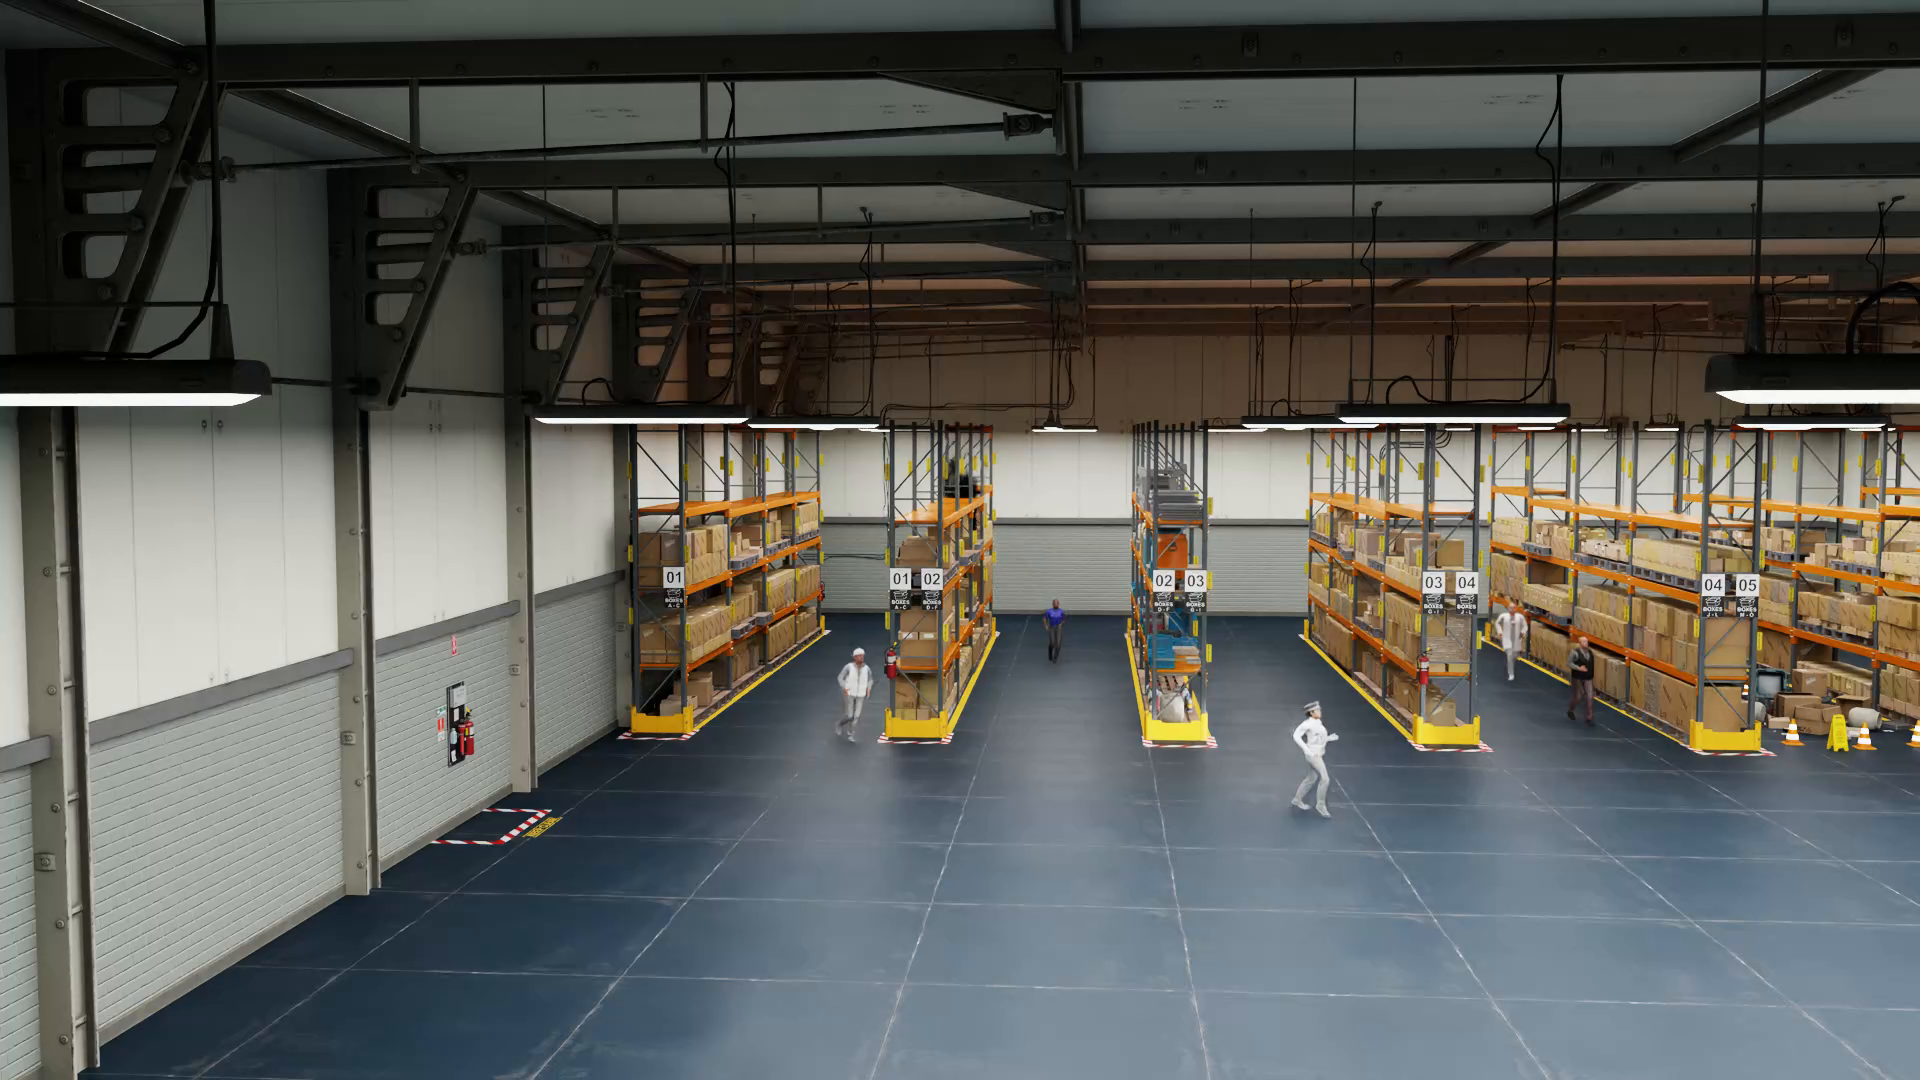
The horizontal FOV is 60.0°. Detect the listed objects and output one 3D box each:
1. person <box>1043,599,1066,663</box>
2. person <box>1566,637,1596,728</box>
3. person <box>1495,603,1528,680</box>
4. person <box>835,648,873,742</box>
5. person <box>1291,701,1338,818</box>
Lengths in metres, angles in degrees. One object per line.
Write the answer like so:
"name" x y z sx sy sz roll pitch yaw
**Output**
"person" 2.383 2.284 41.543 0.561 1.618 0.570 -1 4 -8
"person" 12.280 2.778 32.876 0.650 1.738 0.888 0 4 -5
"person" 12.996 2.371 39.197 0.722 1.782 0.946 1 4 9
"person" -1.957 2.887 31.188 0.701 1.723 0.619 -2 4 -23
"person" 5.332 3.290 25.045 0.709 1.752 0.593 2 4 28
